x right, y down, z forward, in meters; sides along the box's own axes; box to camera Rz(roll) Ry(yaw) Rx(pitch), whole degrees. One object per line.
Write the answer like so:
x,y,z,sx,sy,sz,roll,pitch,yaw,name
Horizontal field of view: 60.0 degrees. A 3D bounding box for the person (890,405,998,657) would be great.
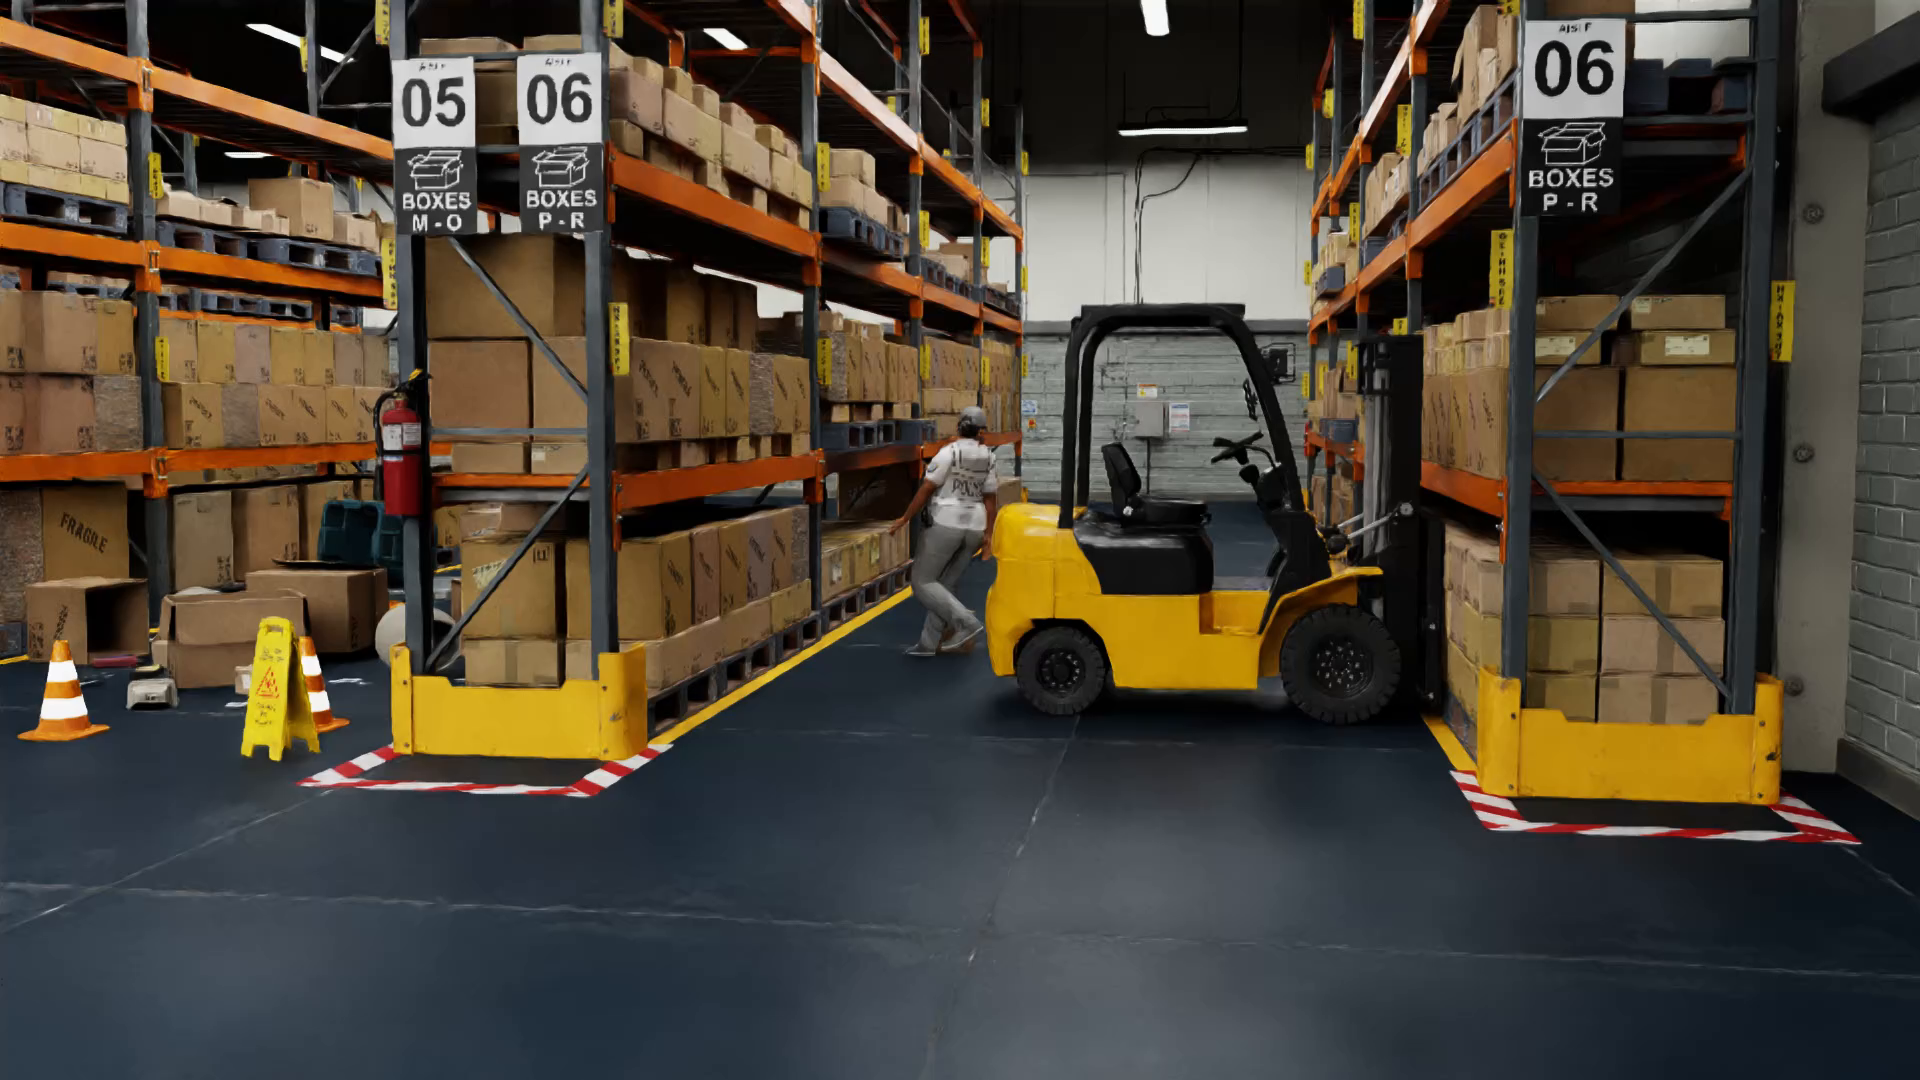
-0.097,-0.042,10.697,0.626,1.641,0.567,4,6,41,person
